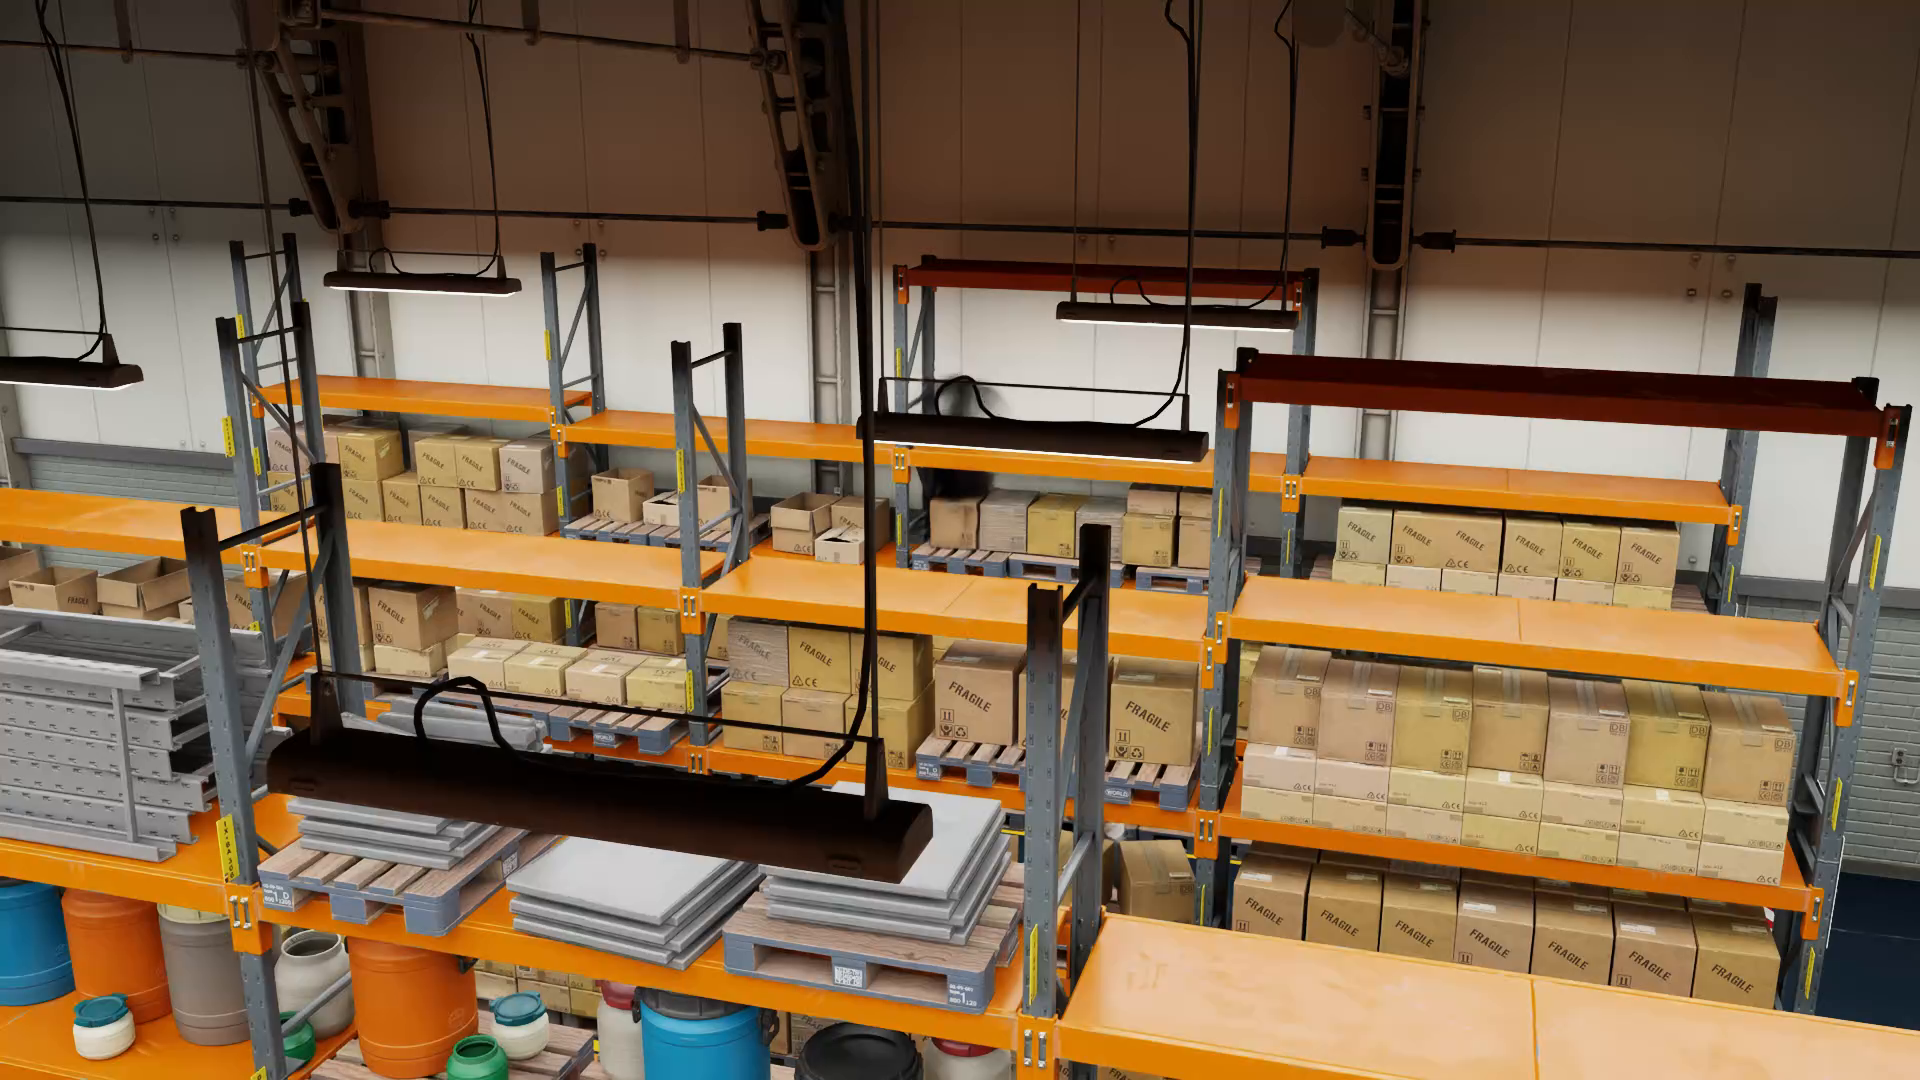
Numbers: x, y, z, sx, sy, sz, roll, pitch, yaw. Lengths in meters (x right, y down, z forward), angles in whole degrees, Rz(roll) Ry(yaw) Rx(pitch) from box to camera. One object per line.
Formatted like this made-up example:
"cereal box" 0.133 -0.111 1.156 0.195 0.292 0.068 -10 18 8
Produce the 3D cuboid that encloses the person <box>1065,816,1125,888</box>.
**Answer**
"person" 1.406 2.845 15.911 0.804 1.710 0.472 2 16 7
